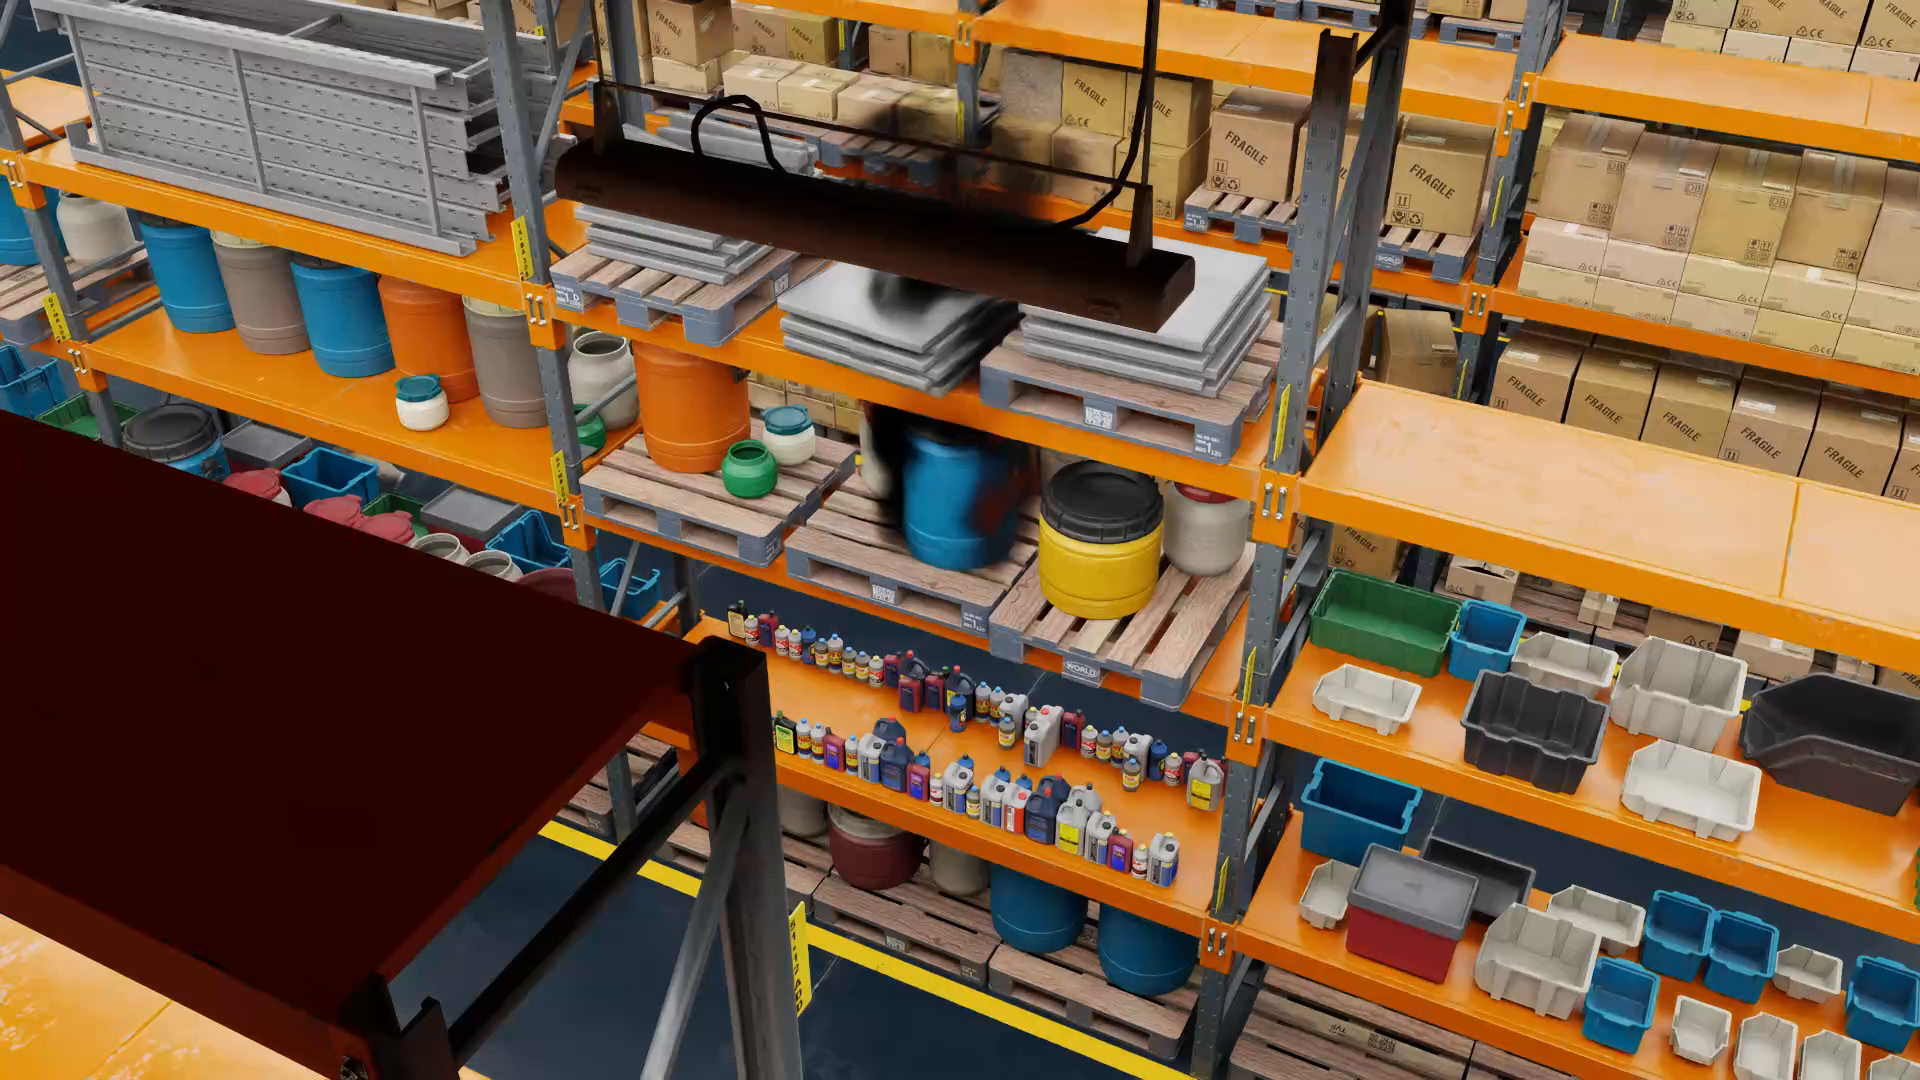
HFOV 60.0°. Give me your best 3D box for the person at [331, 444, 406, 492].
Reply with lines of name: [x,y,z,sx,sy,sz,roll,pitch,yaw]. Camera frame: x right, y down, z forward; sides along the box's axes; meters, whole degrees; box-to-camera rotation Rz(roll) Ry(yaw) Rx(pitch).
person: [-5.106,-1.090,13.945,0.886,1.694,0.676,8,36,11]
